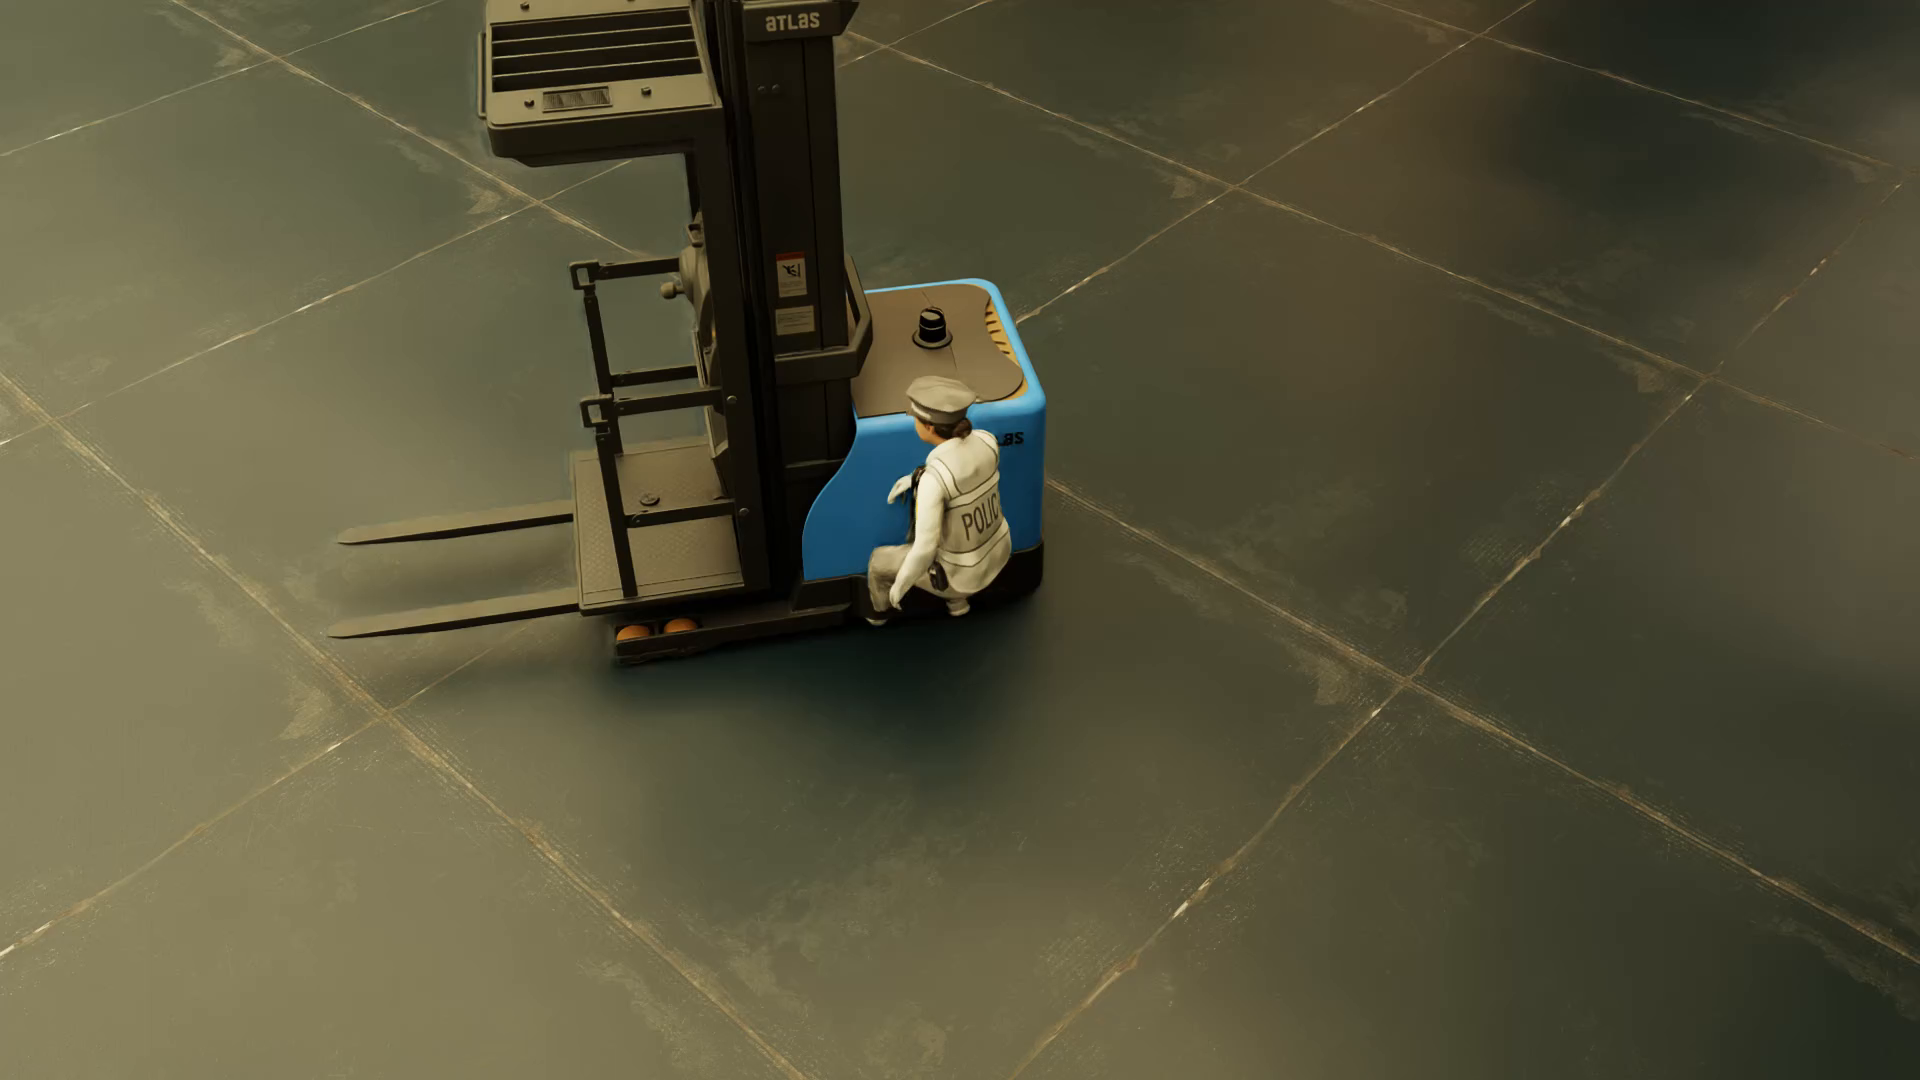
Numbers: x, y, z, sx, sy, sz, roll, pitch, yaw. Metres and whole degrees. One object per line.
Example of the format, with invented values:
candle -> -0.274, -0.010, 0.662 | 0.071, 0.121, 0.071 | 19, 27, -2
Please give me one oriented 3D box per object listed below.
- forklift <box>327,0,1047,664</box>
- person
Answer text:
forklift -> -1.206, -0.966, 6.554 | 3.031, 2.935, 1.130 | -8, 41, -9
person -> -0.196, -0.062, 6.727 | 0.857, 1.465, 0.738 | 24, 46, 25
